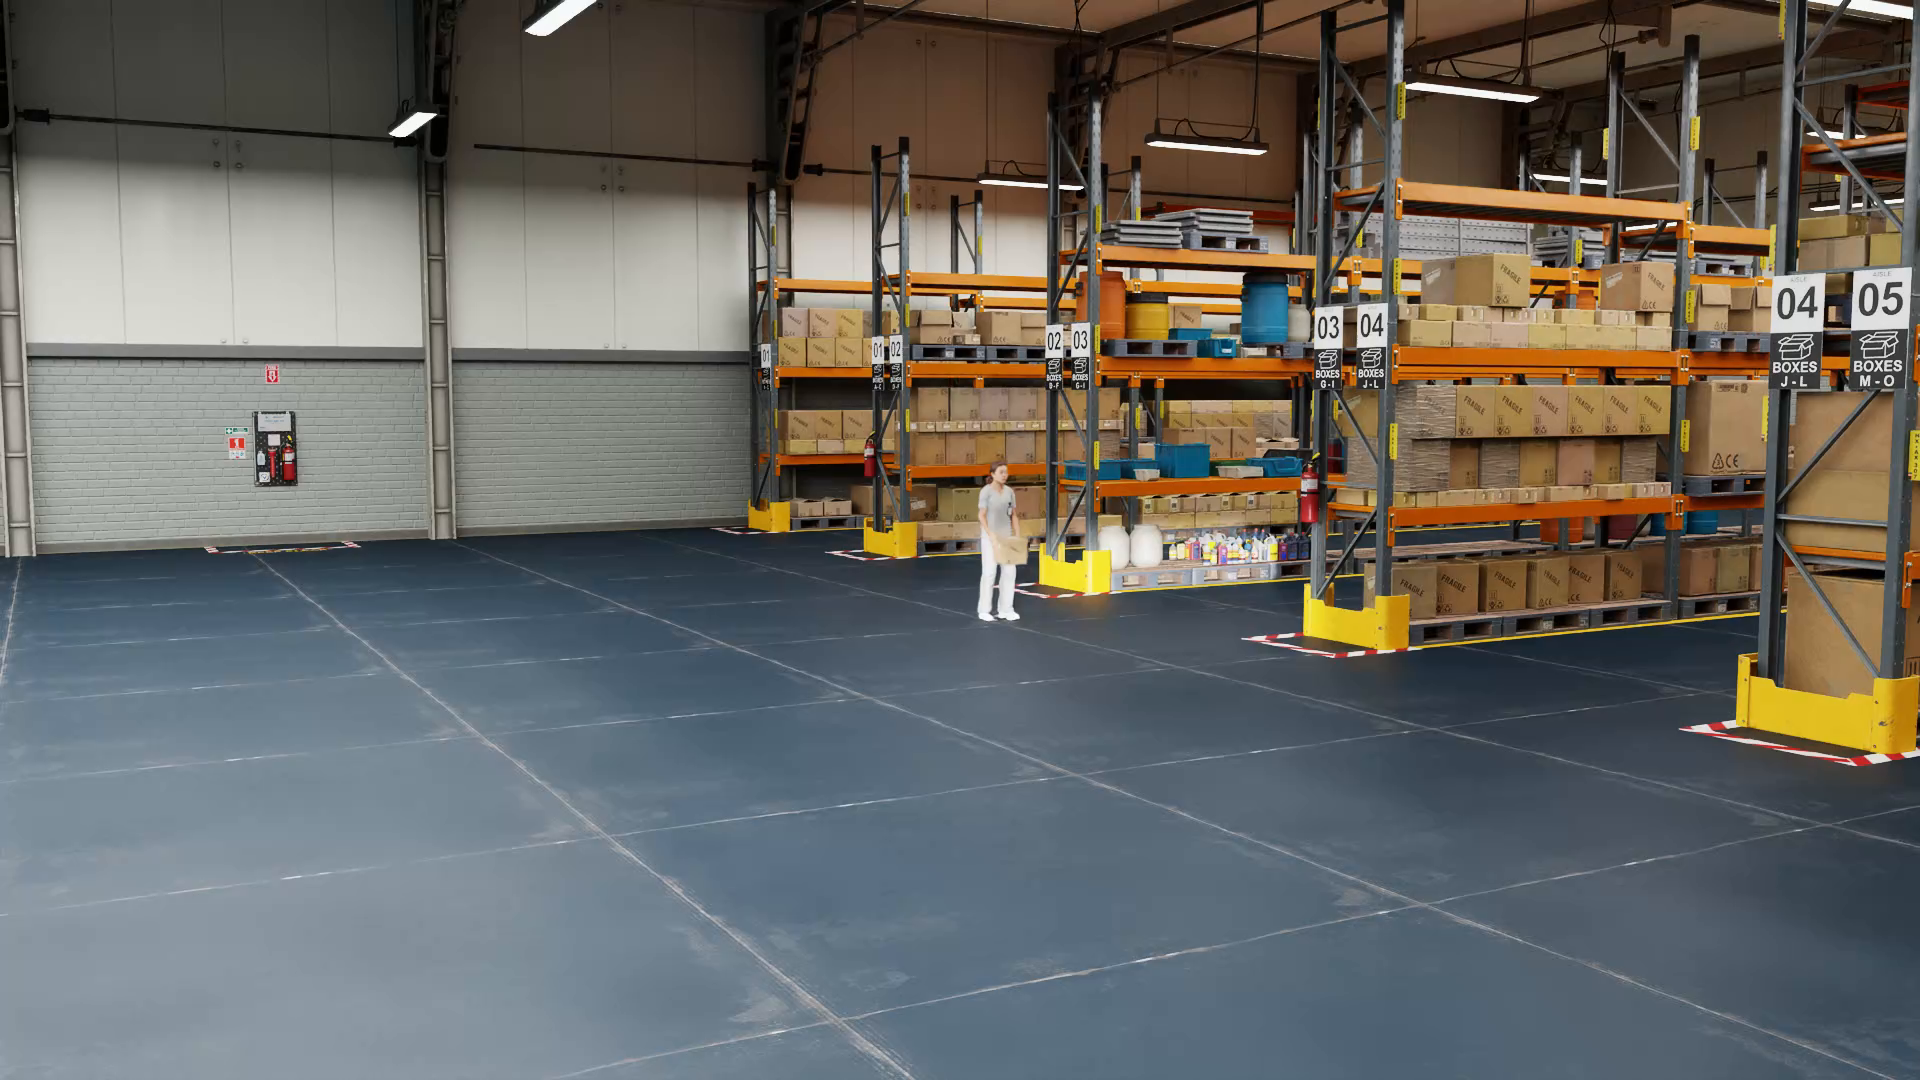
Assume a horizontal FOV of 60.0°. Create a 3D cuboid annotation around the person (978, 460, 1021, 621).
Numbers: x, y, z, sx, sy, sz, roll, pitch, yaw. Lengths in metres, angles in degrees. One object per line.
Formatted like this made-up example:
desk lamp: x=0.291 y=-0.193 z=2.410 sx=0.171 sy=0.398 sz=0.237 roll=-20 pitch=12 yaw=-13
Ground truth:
person: x=0.418 y=-0.001 z=17.460 sx=0.467 sy=1.676 sz=0.424 roll=-3 pitch=6 yaw=-30
